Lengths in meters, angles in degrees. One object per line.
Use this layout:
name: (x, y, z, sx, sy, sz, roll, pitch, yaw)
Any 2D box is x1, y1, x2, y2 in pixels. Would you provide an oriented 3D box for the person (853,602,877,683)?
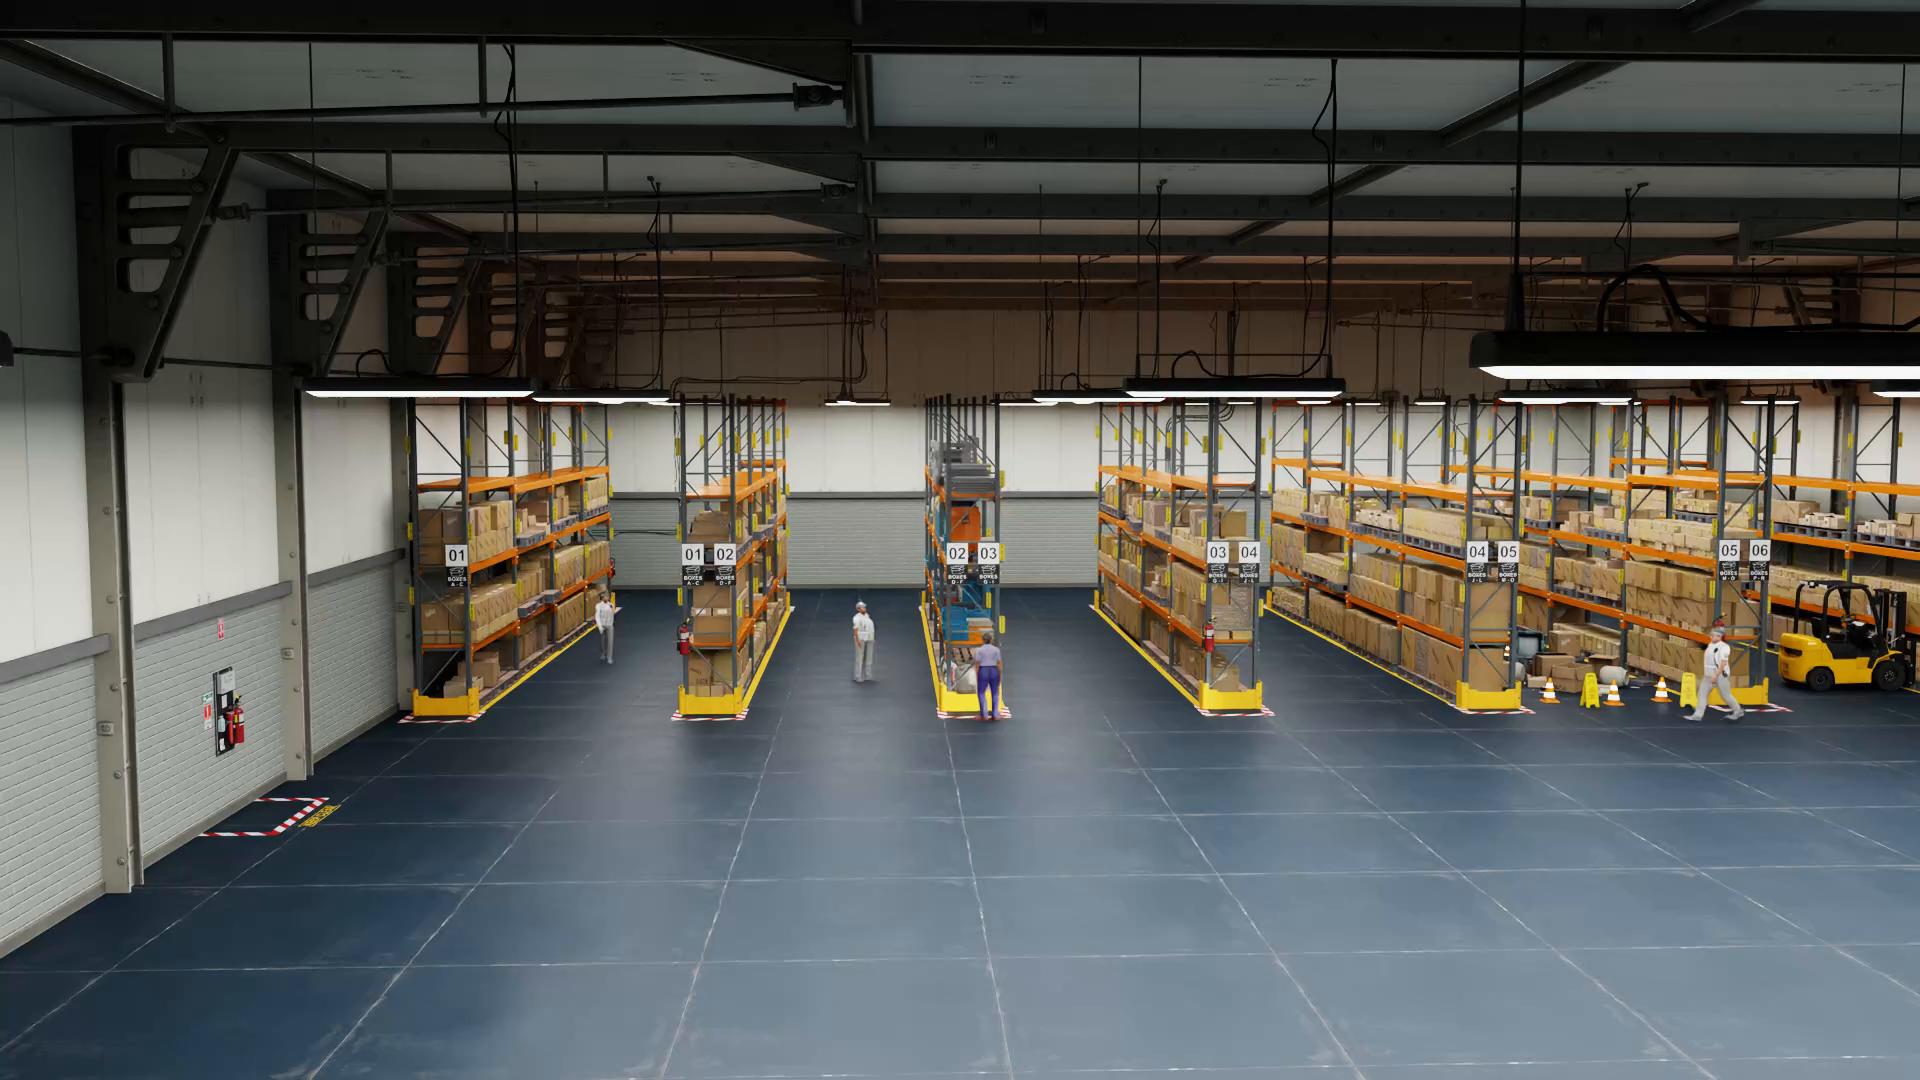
person: (-1.988, 2.138, 35.000, 0.536, 1.679, 0.457, -3, 5, -31)

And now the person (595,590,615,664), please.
person: (-7.981, 1.941, 37.404, 0.437, 1.642, 0.980, -1, 5, -10)

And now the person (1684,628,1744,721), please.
person: (13.790, 2.460, 30.357, 1.043, 1.728, 0.522, -2, 5, -19)

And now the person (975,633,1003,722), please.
person: (0.534, 2.513, 30.458, 0.542, 1.638, 0.386, -1, 5, -13)
